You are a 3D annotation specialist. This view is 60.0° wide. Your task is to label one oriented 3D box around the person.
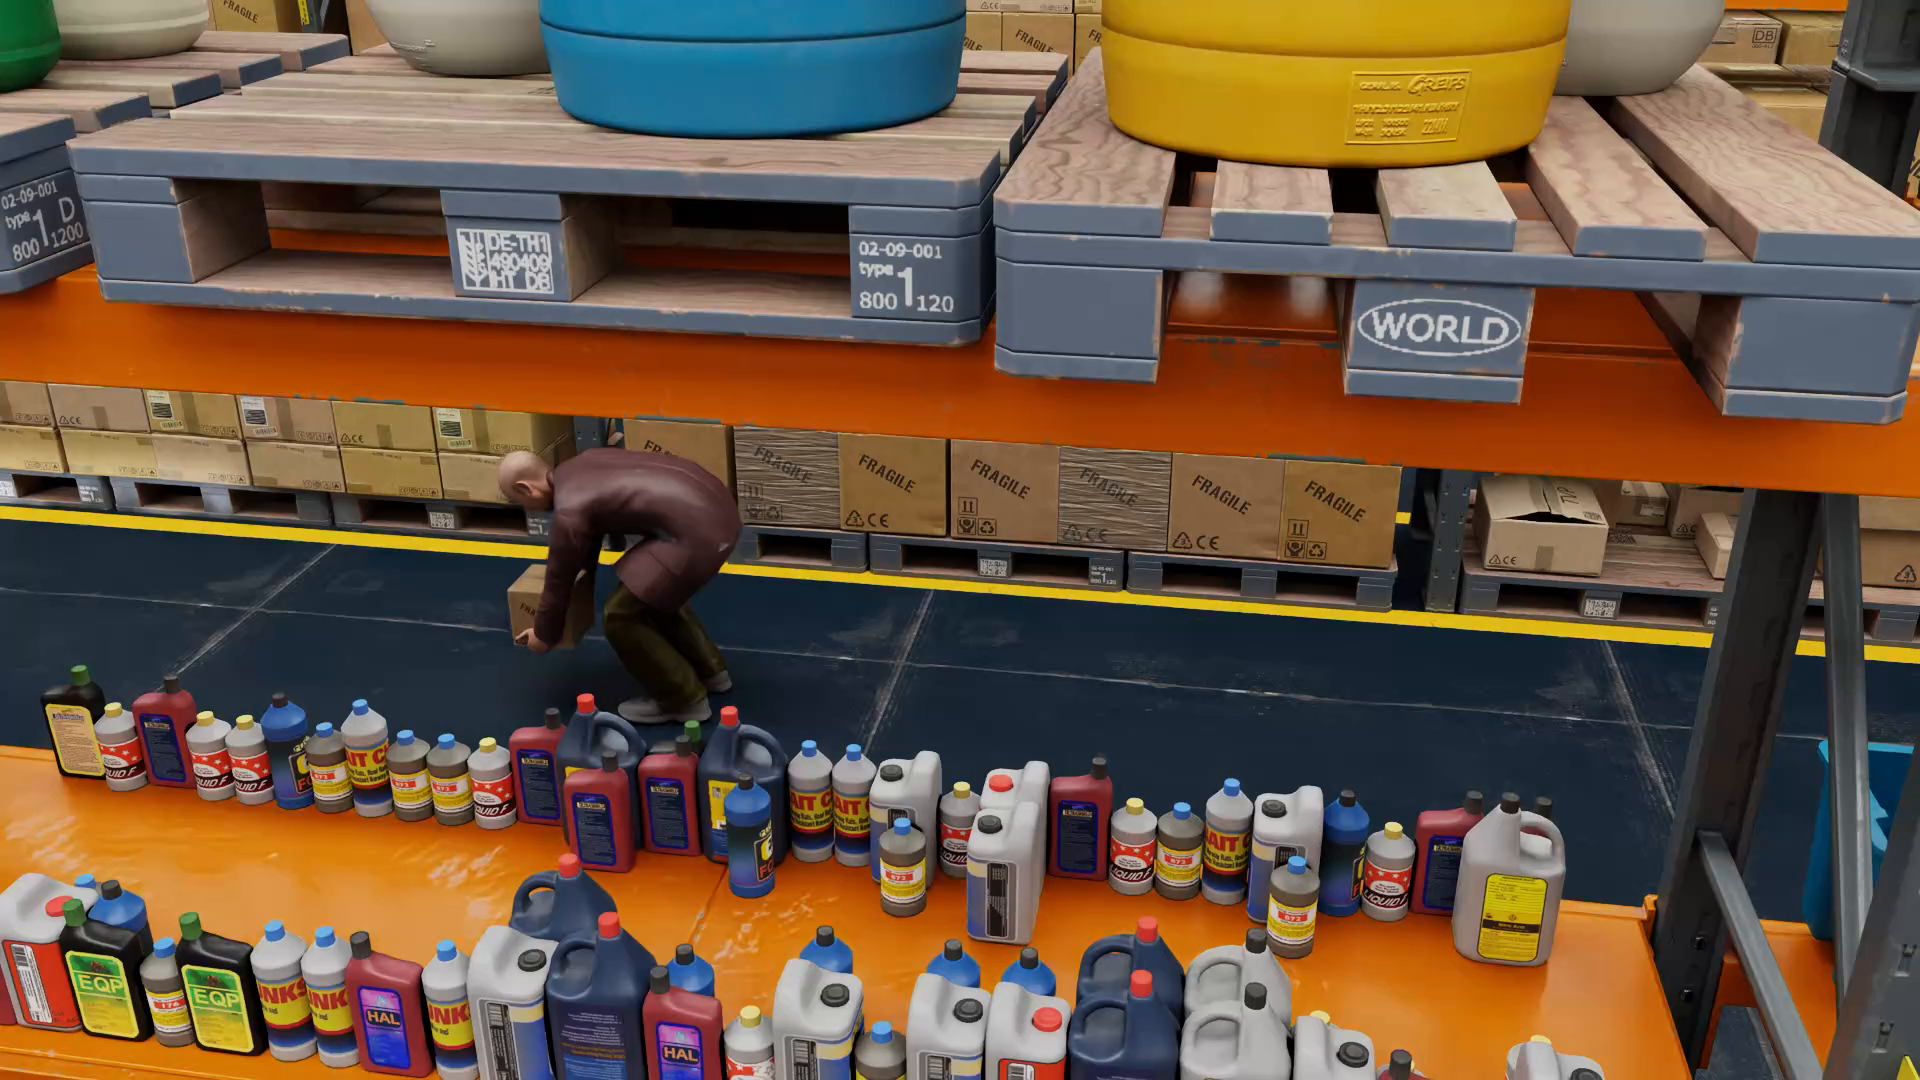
[{"bbox_3d":[-1.326,0.162,6.608,0.942,1.078,0.590,3,25,6],"label":"person"}]
